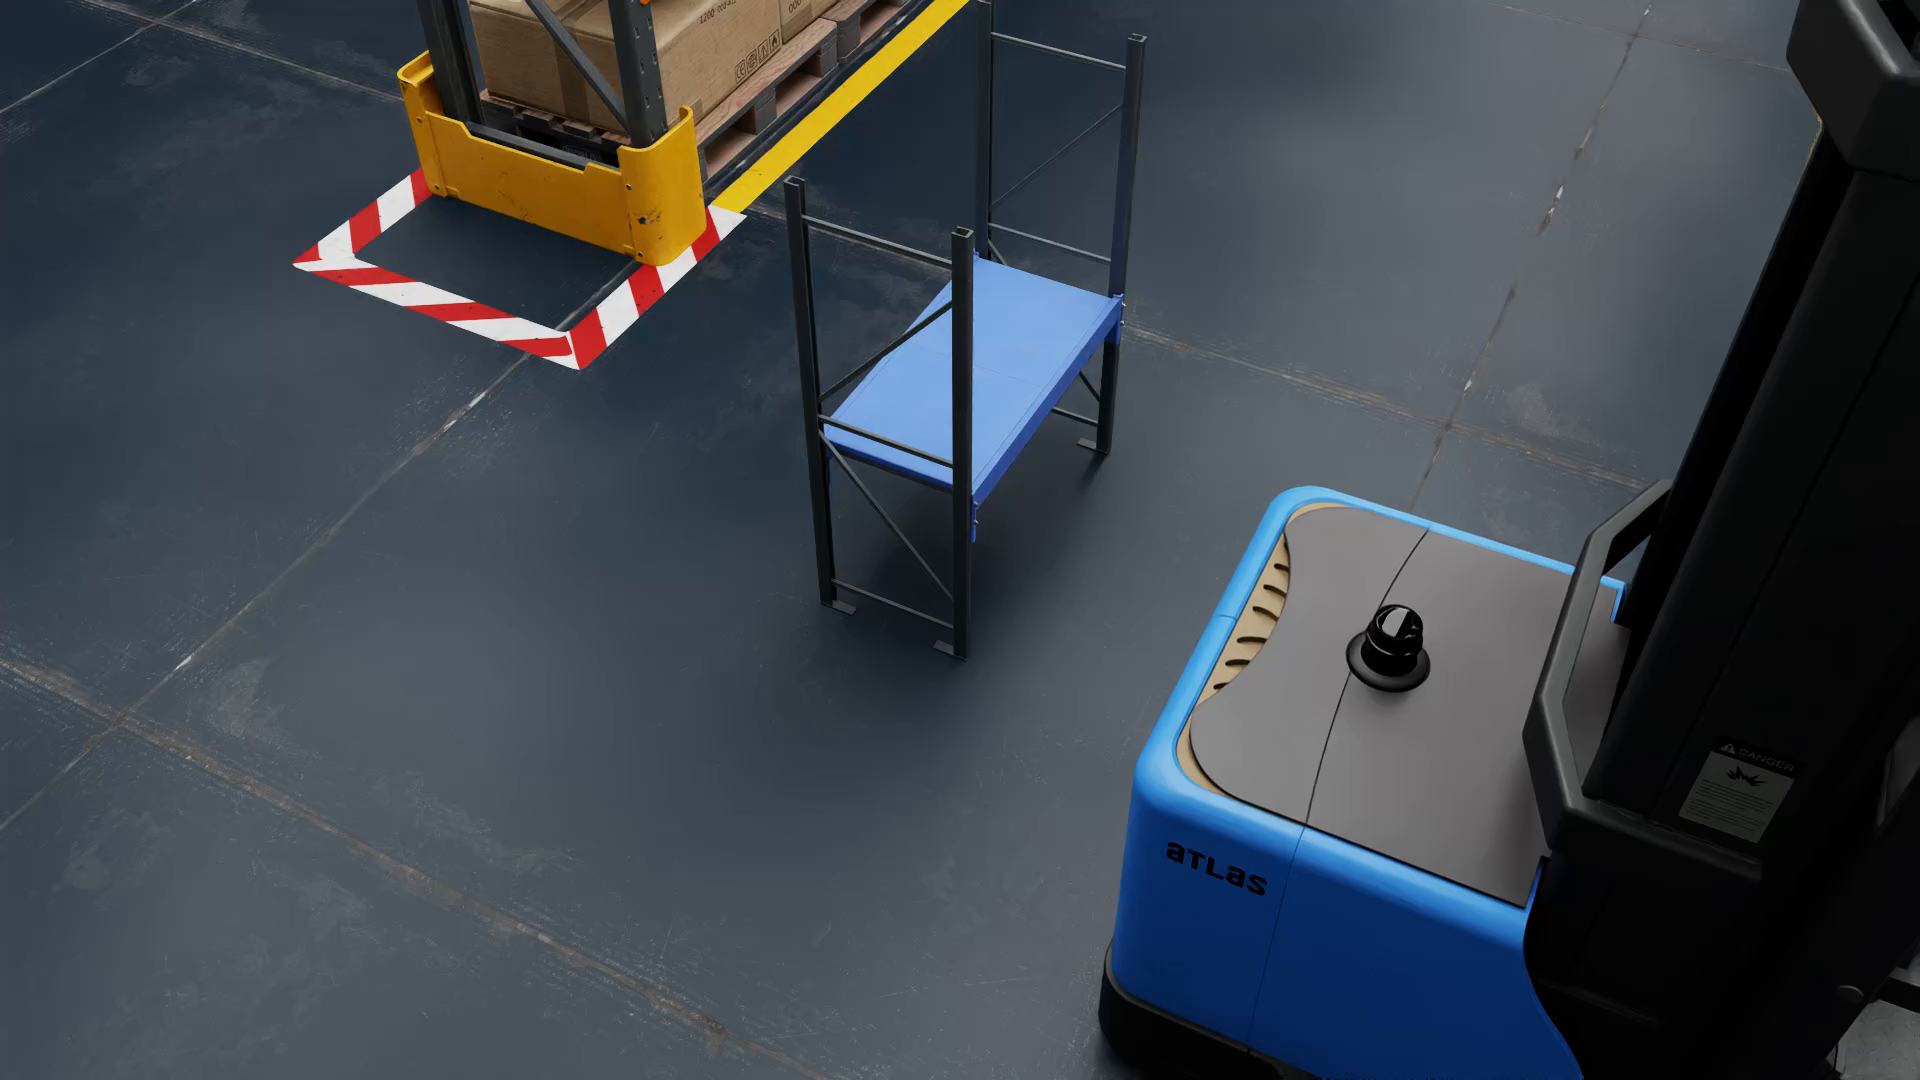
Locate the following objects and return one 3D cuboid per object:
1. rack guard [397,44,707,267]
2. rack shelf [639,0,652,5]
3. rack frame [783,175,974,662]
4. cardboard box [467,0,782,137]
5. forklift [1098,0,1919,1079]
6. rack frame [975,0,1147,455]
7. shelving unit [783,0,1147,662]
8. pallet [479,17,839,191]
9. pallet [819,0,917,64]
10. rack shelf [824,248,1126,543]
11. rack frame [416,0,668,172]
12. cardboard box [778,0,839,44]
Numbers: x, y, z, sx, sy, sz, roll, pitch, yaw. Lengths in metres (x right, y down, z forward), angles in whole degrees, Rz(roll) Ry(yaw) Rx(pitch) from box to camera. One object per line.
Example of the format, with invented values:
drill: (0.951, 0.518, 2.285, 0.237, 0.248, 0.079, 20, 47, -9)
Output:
rack guard: (-1.555, -1.492, 6.373, 1.175, 0.500, 0.348, 20, 49, 19)
rack shelf: (-0.615, -3.392, 7.000, 1.077, 0.370, 4.000, 20, 49, 19)
rack frame: (-0.196, -0.261, 4.453, 0.500, 1.500, 0.032, 20, 49, 19)
cardboard box: (-1.326, -2.081, 6.704, 0.875, 0.438, 0.875, 19, 48, 18)
forklift: (1.889, 0.347, 2.846, 3.031, 2.935, 1.130, 19, 48, 18)
rack frame: (0.276, -0.901, 5.086, 0.500, 1.500, 0.032, 20, 49, 19)
shelving unit: (0.040, -0.581, 4.770, 0.538, 1.500, 1.048, 20, 49, 19)
pallet: (-1.242, -1.935, 7.014, 1.003, 0.211, 1.213, 20, 49, 19)
pallet: (-0.675, -2.700, 7.770, 1.003, 0.211, 1.213, 20, 49, 19)
rack shelf: (0.040, -0.455, 4.898, 0.538, 0.185, 1.000, 20, 49, 19)
rack frame: (-1.544, -2.385, 5.499, 1.000, 3.000, 0.127, 20, 49, 19)
cardboard box: (-0.909, -2.660, 7.277, 0.875, 0.438, 0.875, 22, 49, 20)
